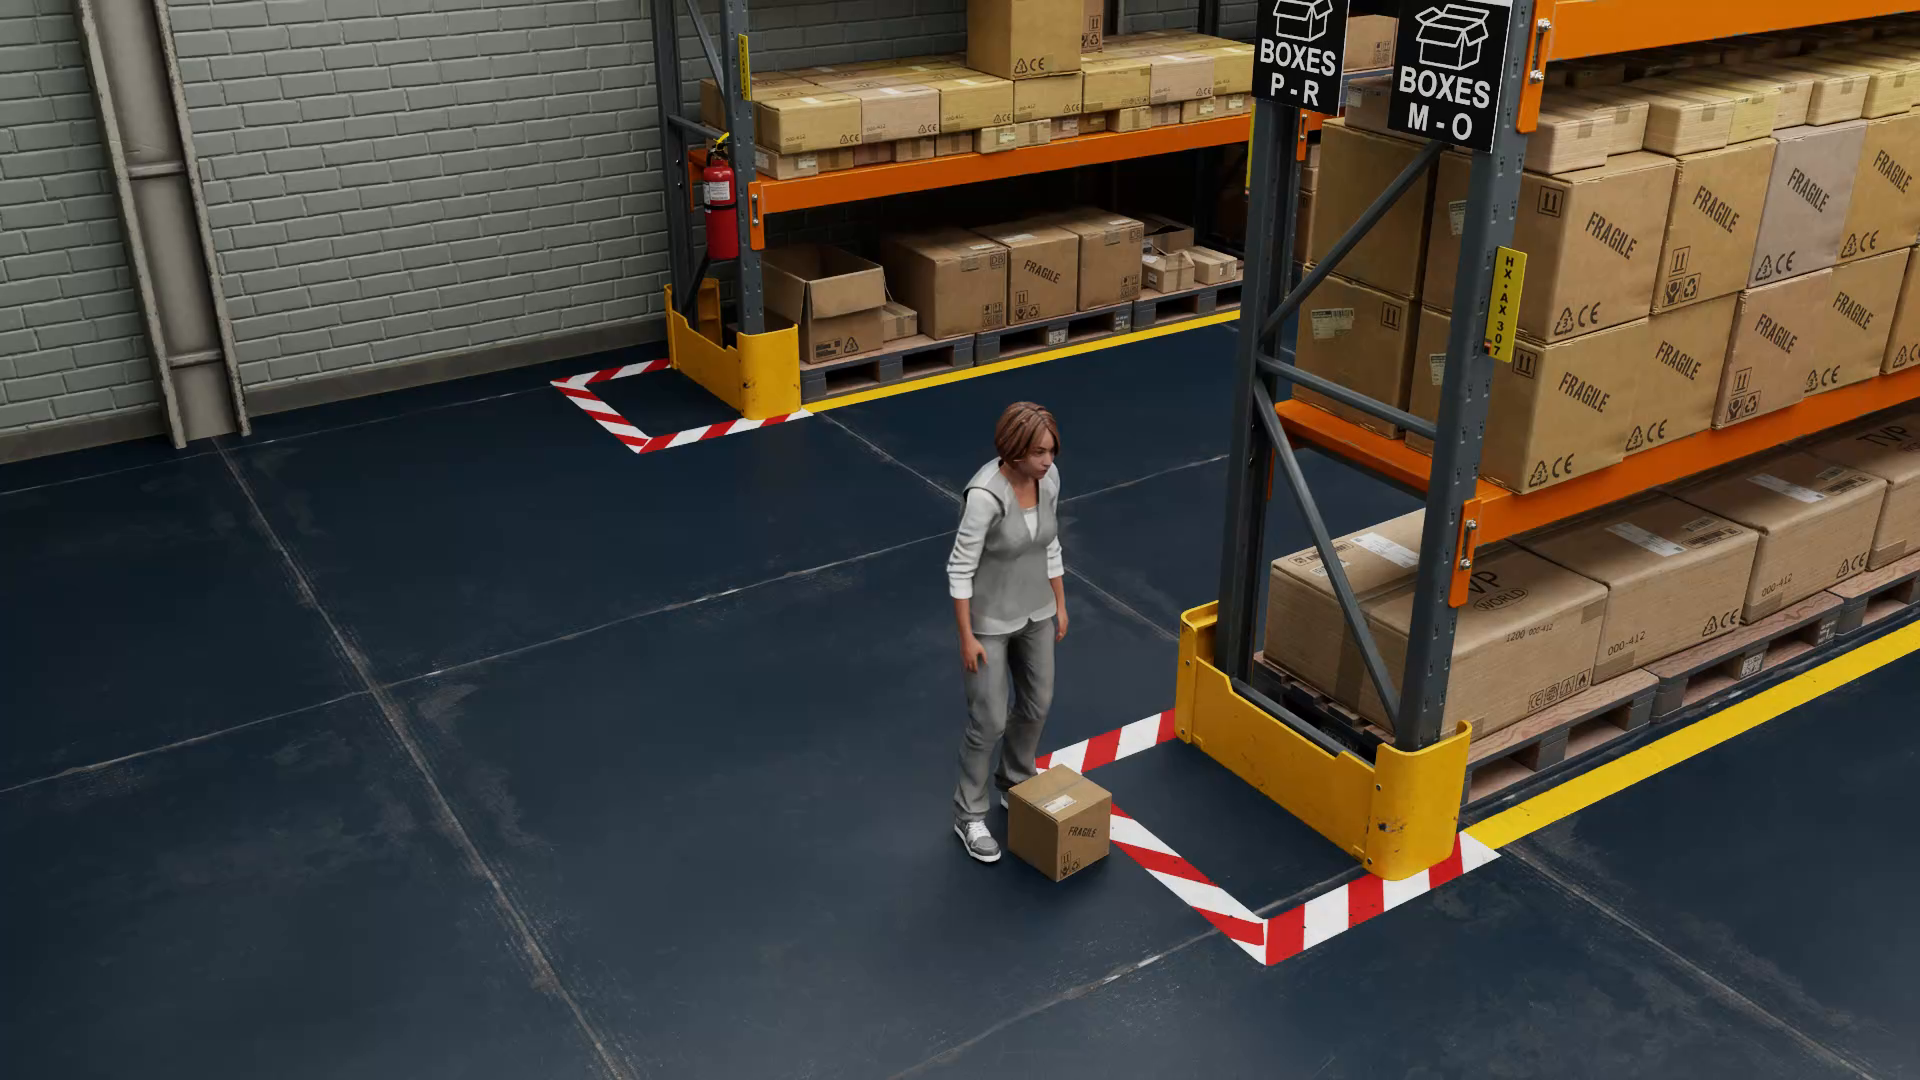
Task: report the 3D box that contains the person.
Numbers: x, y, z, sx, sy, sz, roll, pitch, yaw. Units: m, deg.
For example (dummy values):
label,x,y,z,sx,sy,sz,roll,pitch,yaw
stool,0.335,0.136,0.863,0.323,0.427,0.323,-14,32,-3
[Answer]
label,x,y,z,sx,sy,sz,roll,pitch,yaw
person,0.164,0.285,5.537,0.462,1.582,0.343,-19,32,-35
